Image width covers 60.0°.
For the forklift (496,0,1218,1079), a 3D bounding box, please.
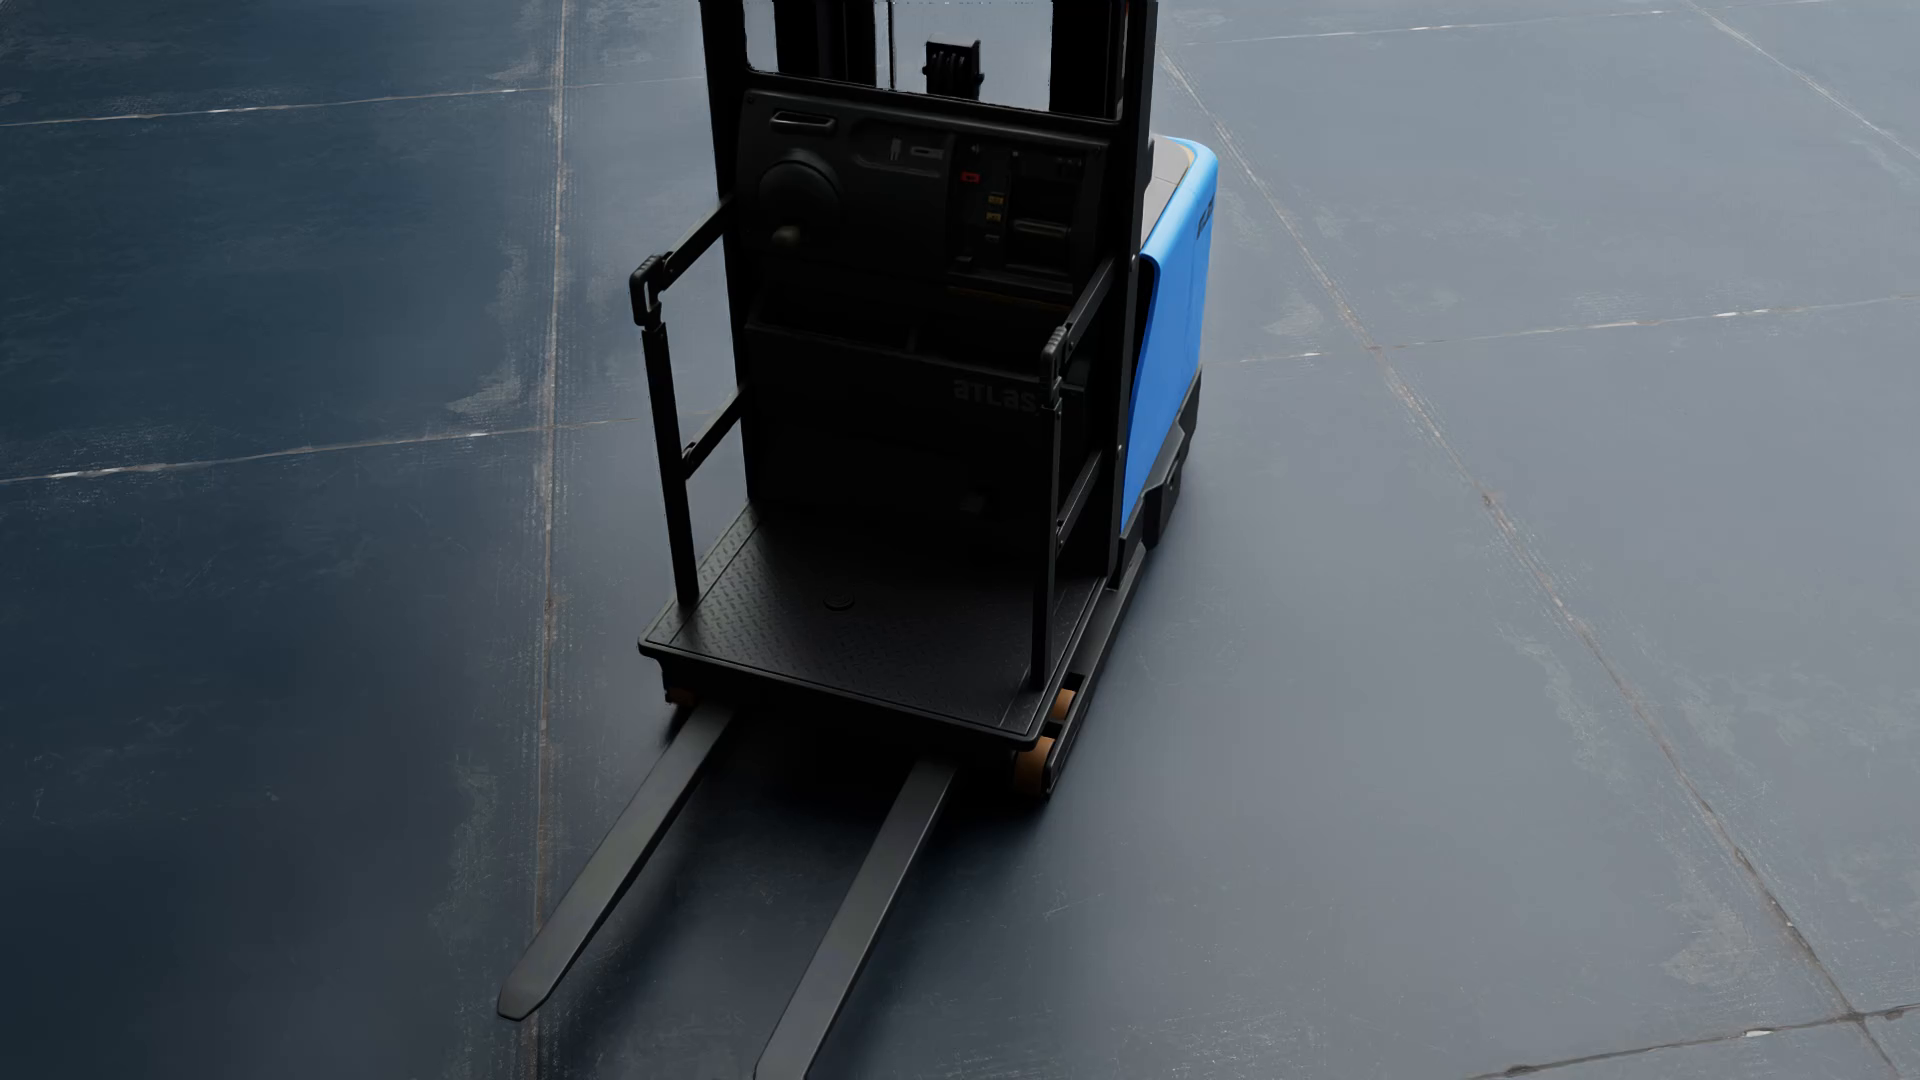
[{"bbox_3d":[-0.175,-0.769,3.851,1.130,2.935,3.031,12,40,15],"label":"forklift"}]
